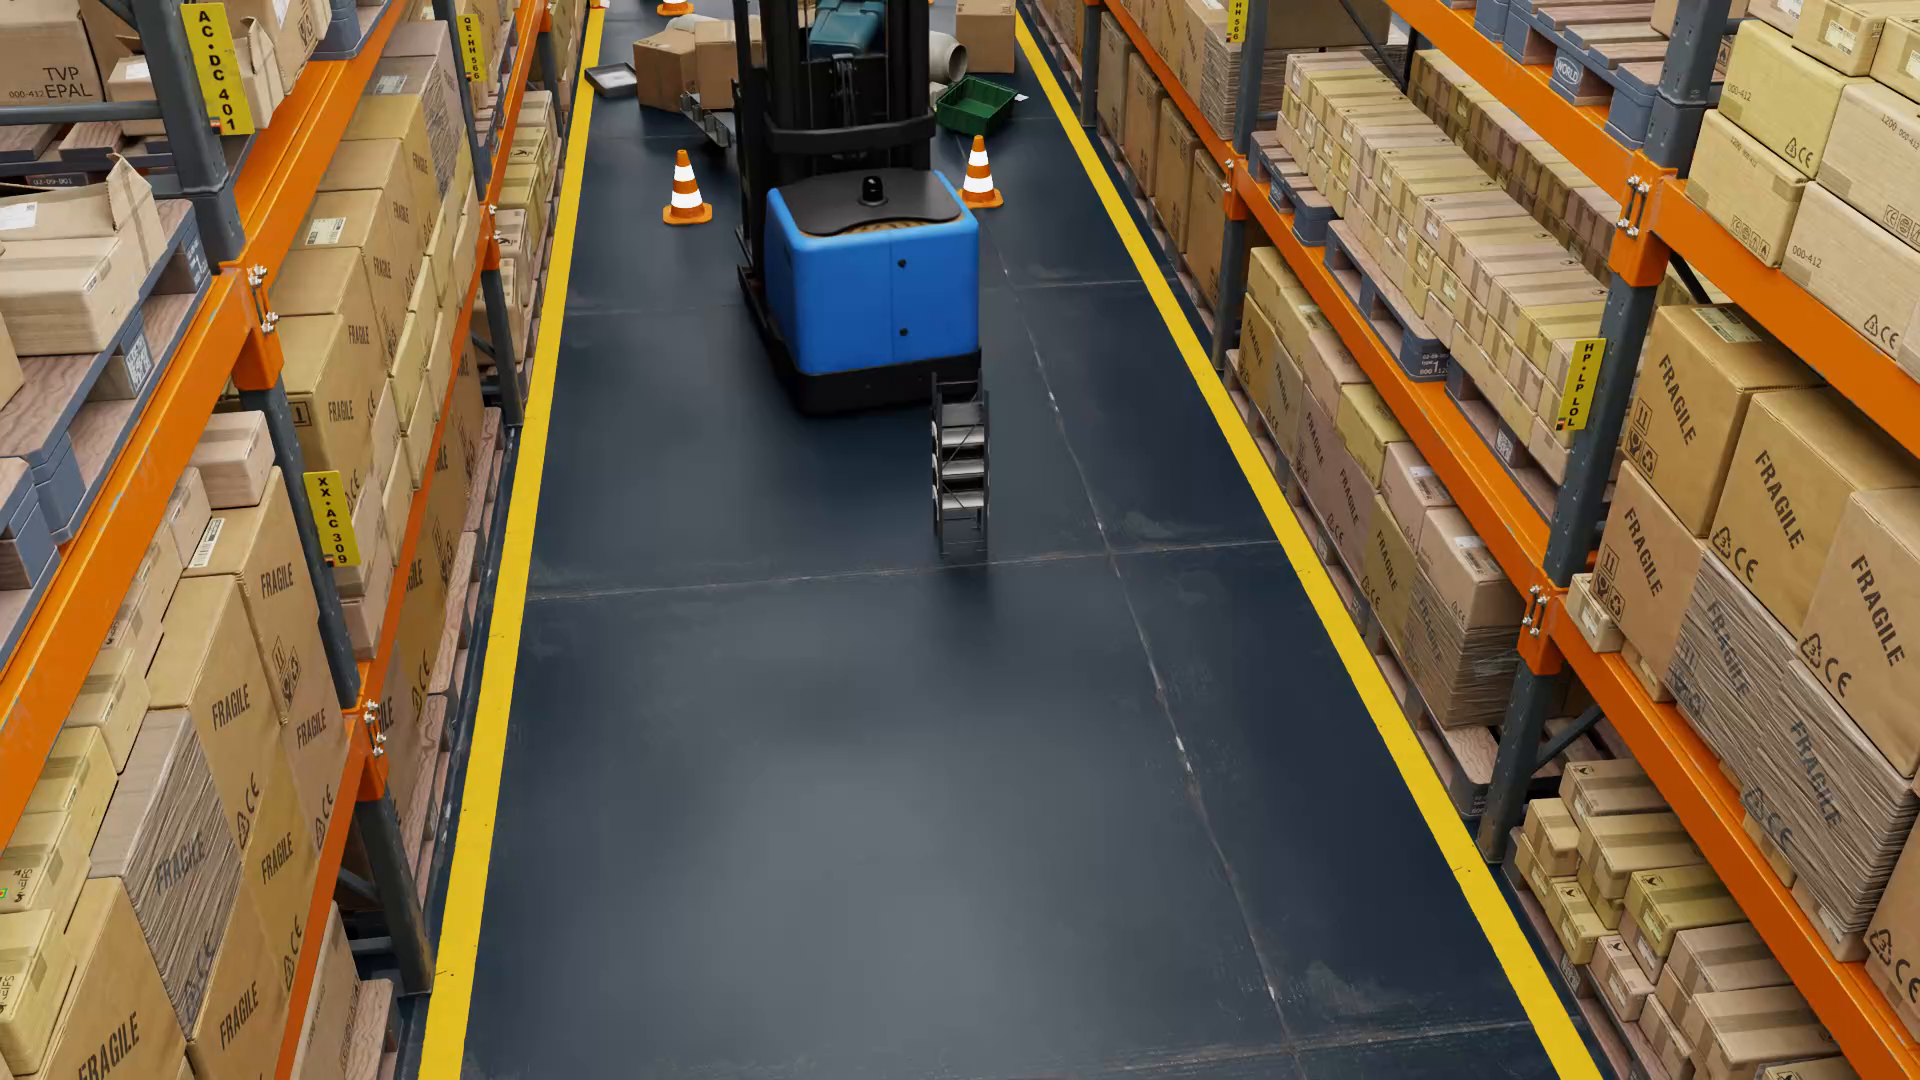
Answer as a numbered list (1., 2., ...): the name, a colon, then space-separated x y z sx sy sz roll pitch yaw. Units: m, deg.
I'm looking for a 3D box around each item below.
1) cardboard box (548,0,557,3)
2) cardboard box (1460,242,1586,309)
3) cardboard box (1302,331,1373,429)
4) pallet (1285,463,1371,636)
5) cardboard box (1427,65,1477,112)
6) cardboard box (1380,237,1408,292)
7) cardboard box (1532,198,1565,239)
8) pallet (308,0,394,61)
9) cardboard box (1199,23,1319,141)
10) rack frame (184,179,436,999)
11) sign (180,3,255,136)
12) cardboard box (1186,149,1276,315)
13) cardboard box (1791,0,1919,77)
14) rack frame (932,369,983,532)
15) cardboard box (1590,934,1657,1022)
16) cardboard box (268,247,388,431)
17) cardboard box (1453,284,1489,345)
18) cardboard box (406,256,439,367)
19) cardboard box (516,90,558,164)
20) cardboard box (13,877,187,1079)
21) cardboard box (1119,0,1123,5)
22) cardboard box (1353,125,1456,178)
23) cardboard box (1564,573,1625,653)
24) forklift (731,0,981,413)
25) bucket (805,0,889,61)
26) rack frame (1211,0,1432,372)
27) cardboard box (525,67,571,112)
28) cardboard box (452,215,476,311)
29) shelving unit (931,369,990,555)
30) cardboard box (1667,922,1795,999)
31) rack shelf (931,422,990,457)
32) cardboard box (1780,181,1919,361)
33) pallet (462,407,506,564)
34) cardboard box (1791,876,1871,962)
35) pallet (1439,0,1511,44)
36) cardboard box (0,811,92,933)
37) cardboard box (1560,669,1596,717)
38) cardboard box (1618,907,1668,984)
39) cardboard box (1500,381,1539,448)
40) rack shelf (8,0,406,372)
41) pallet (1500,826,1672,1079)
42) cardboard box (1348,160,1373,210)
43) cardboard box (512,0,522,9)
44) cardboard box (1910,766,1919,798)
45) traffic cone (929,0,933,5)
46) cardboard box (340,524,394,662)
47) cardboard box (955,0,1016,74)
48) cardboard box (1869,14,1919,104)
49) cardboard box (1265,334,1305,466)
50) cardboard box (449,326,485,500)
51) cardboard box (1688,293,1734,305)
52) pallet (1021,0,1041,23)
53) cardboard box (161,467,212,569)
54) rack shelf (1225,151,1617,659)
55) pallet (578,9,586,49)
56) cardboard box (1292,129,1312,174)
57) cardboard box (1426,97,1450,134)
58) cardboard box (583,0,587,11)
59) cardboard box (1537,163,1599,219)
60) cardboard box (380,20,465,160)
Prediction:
1. cardboard box: -3.218 -4.129 12.471 0.380 0.149 0.250 -4 34 -6
2. cardboard box: 2.166 -1.022 6.408 0.380 0.149 0.250 -4 35 -7
3. cardboard box: 1.956 -0.776 7.906 0.500 0.250 0.500 -4 34 -6
4. pallet: 2.245 -0.021 8.093 1.003 0.211 1.213 -4 35 -6
5. cardboard box: 2.532 -2.225 8.173 0.380 0.149 0.250 -5 35 -7
6. cardboard box: 2.055 -1.208 7.210 0.380 0.149 0.250 -5 35 -8
7. cardboard box: 2.709 -1.376 7.192 0.380 0.149 0.250 -5 35 -7
8. pallet: -2.618 -2.040 6.083 1.003 0.211 1.213 -3 34 -4
9. cardboard box: 1.654 -2.561 9.255 0.500 0.500 0.500 -4 35 -6
10. rack frame: -2.373 0.375 5.036 1.000 3.000 0.127 -4 35 -6
11. sign: -1.823 -1.154 4.087 0.100 0.325 0.005 -4 35 -6
12. cardboard box: 1.988 -1.879 9.968 1.050 0.750 0.750 -5 35 -7
13. cardboard box: 2.321 -1.270 4.122 0.380 0.149 0.250 -6 35 -8
14. rack frame: -0.013 -0.424 8.073 0.240 0.900 0.006 -4 35 -6
15. cardboard box: 2.370 1.459 5.604 0.380 0.149 0.250 -5 35 -7
16. cardboard box: -2.243 -0.629 5.532 0.500 0.500 0.500 -5 35 -7
17. cardboard box: 2.161 -0.894 6.484 0.380 0.149 0.250 -5 35 -8
18. cardboard box: -2.362 -0.891 6.583 0.500 0.250 0.500 -5 35 -8
19. cardboard box: -3.376 -2.885 11.780 0.950 0.372 0.625 -4 34 -6
20. cardboard box: -1.838 1.010 3.127 0.500 0.500 0.500 -4 35 -6
21. cardboard box: 1.316 -3.966 11.318 0.500 0.500 0.500 -4 34 -6
22. cardboard box: 1.992 -1.746 7.470 0.380 0.149 0.250 -3 34 -4
23. cardboard box: 2.233 0.230 5.472 0.380 0.149 0.250 -3 34 -5
24. forklift: -0.779 -2.734 9.660 1.130 2.935 3.031 -9 35 -13
25. bucket: -0.860 -3.697 12.569 0.726 0.611 0.620 7 45 10
26. rack frame: 1.981 -2.289 8.945 1.000 3.000 0.127 -4 35 -6
27. cardboard box: -3.260 -3.476 12.756 0.500 0.250 0.500 -6 35 -9
28. cardboard box: -2.501 -1.249 7.552 0.500 0.250 0.500 -4 34 -6
29. shelving unit: 0.001 -0.367 7.990 0.258 0.900 0.210 -4 35 -6
30. cardboard box: 2.479 1.350 5.236 0.380 0.149 0.250 -5 35 -8
31. rack shelf: 0.001 -0.489 7.907 0.258 0.077 0.200 -4 35 -6
32. cardboard box: 2.396 -0.677 4.049 0.500 0.250 0.500 -5 35 -7
33. pallet: -2.879 -0.259 8.443 1.003 0.211 1.213 -4 35 -6
34. cardboard box: 2.458 0.961 4.399 0.380 0.149 0.250 -3 34 -4
35. pallet: 2.399 -2.149 6.244 1.213 0.211 1.003 -4 35 -6
36. cardboard box: -1.859 0.654 3.074 0.380 0.149 0.250 -4 35 -6
37. cardboard box: 2.682 0.371 6.889 0.500 0.500 0.500 -3 34 -5
38. cardboard box: 2.442 1.319 5.545 0.380 0.149 0.250 -5 35 -7
39. cardboard box: 2.233 -0.478 6.138 0.380 0.149 0.250 -4 34 -6
40. rack shelf: -2.642 -1.683 6.032 1.077 0.370 4.000 -4 35 -6
41. pallet: 2.644 1.468 5.908 1.003 0.211 1.213 -4 35 -6
42. cardboard box: 1.991 -1.617 7.545 0.380 0.149 0.250 -4 35 -6
43. cardboard box: -2.980 -3.461 10.516 0.380 0.149 0.250 -4 34 -6
44. cardboard box: 2.527 0.495 3.620 0.500 0.500 0.500 -6 35 -8
45. traffic cone: -0.431 -5.301 15.617 0.336 0.463 0.334 -4 35 -6
46. cardboard box: -2.170 0.171 5.468 0.500 0.250 0.500 -5 35 -7
47. cardboard box: 0.217 -4.277 14.080 0.500 0.500 0.500 1 34 2
48. cardboard box: 2.411 -1.135 3.923 0.380 0.149 0.250 -5 35 -7
49. cardboard box: 1.894 -0.735 8.511 0.500 0.500 0.500 -4 34 -6
50. cardboard box: -2.900 -0.761 8.217 0.875 0.875 0.875 -5 35 -7
51. cardboard box: 2.878 -0.782 6.055 0.380 0.149 0.250 -3 34 -5
52. pallet: 1.090 -5.160 15.635 1.003 0.211 1.213 -4 35 -6
53. cardboard box: -2.088 -0.045 4.099 0.380 0.149 0.250 -4 34 -5
54. rack shelf: 2.250 -0.875 7.509 1.077 0.370 4.000 -4 35 -6
55. pallet: -3.902 -4.671 14.916 1.003 0.211 1.213 -4 35 -6
56. cardboard box: 1.877 -1.944 8.289 0.380 0.149 0.250 -3 34 -4
57. cardboard box: 2.536 -2.091 8.241 0.380 0.149 0.250 -3 34 -5
58. cardboard box: -3.608 -4.915 14.867 0.500 0.250 0.500 -5 35 -7
59. cardboard box: 2.707 -1.498 7.107 0.380 0.149 0.250 -3 34 -5
60. cardboard box: -2.582 -2.043 7.608 0.500 0.500 0.500 -5 35 -8
